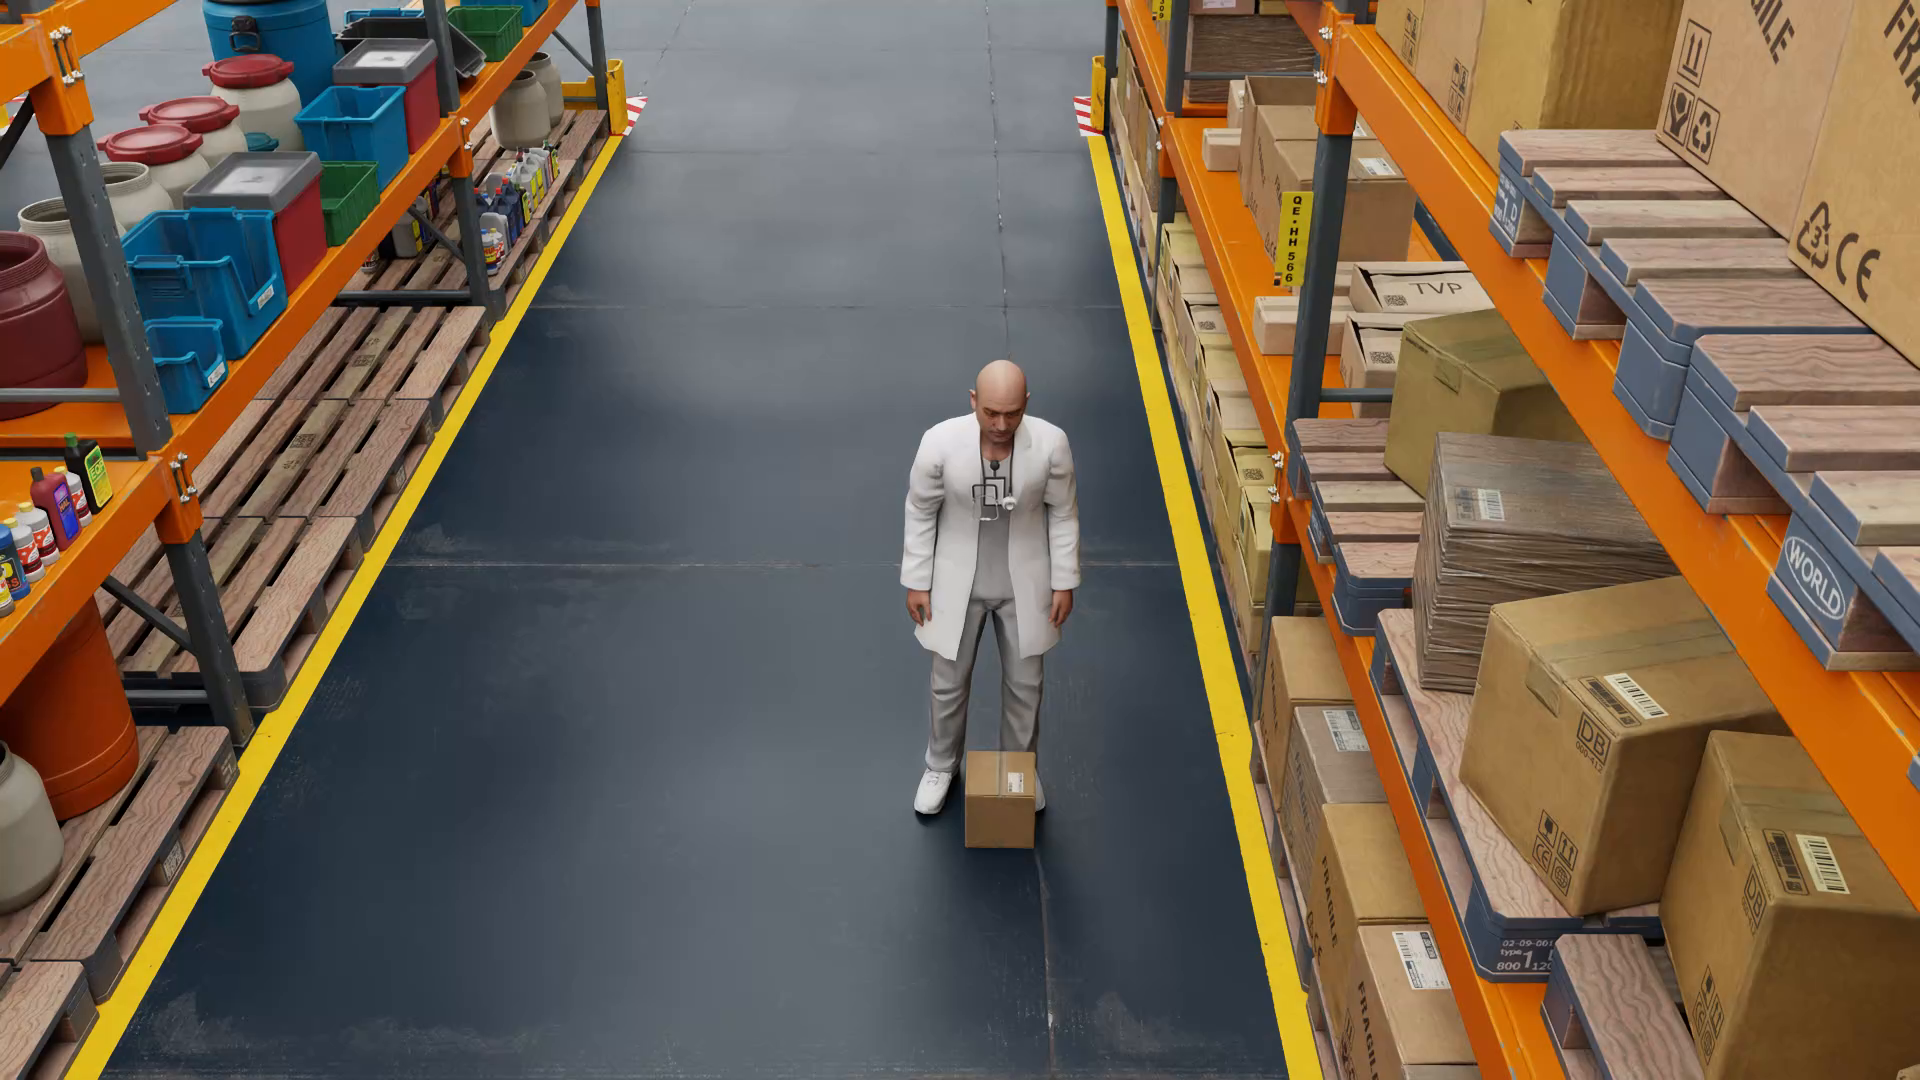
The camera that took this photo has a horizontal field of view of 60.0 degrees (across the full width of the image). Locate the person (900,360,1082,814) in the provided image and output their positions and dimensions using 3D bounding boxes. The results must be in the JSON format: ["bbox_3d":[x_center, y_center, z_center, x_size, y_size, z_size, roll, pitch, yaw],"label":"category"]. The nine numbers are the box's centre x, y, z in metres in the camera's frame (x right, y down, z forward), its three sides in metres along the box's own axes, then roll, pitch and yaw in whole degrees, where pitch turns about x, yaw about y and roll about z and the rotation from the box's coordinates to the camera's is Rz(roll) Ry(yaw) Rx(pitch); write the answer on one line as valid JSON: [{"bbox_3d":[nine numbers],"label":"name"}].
[{"bbox_3d":[0.108,0.165,5.876,0.640,1.773,0.427,-1,31,-1],"label":"person"}]
